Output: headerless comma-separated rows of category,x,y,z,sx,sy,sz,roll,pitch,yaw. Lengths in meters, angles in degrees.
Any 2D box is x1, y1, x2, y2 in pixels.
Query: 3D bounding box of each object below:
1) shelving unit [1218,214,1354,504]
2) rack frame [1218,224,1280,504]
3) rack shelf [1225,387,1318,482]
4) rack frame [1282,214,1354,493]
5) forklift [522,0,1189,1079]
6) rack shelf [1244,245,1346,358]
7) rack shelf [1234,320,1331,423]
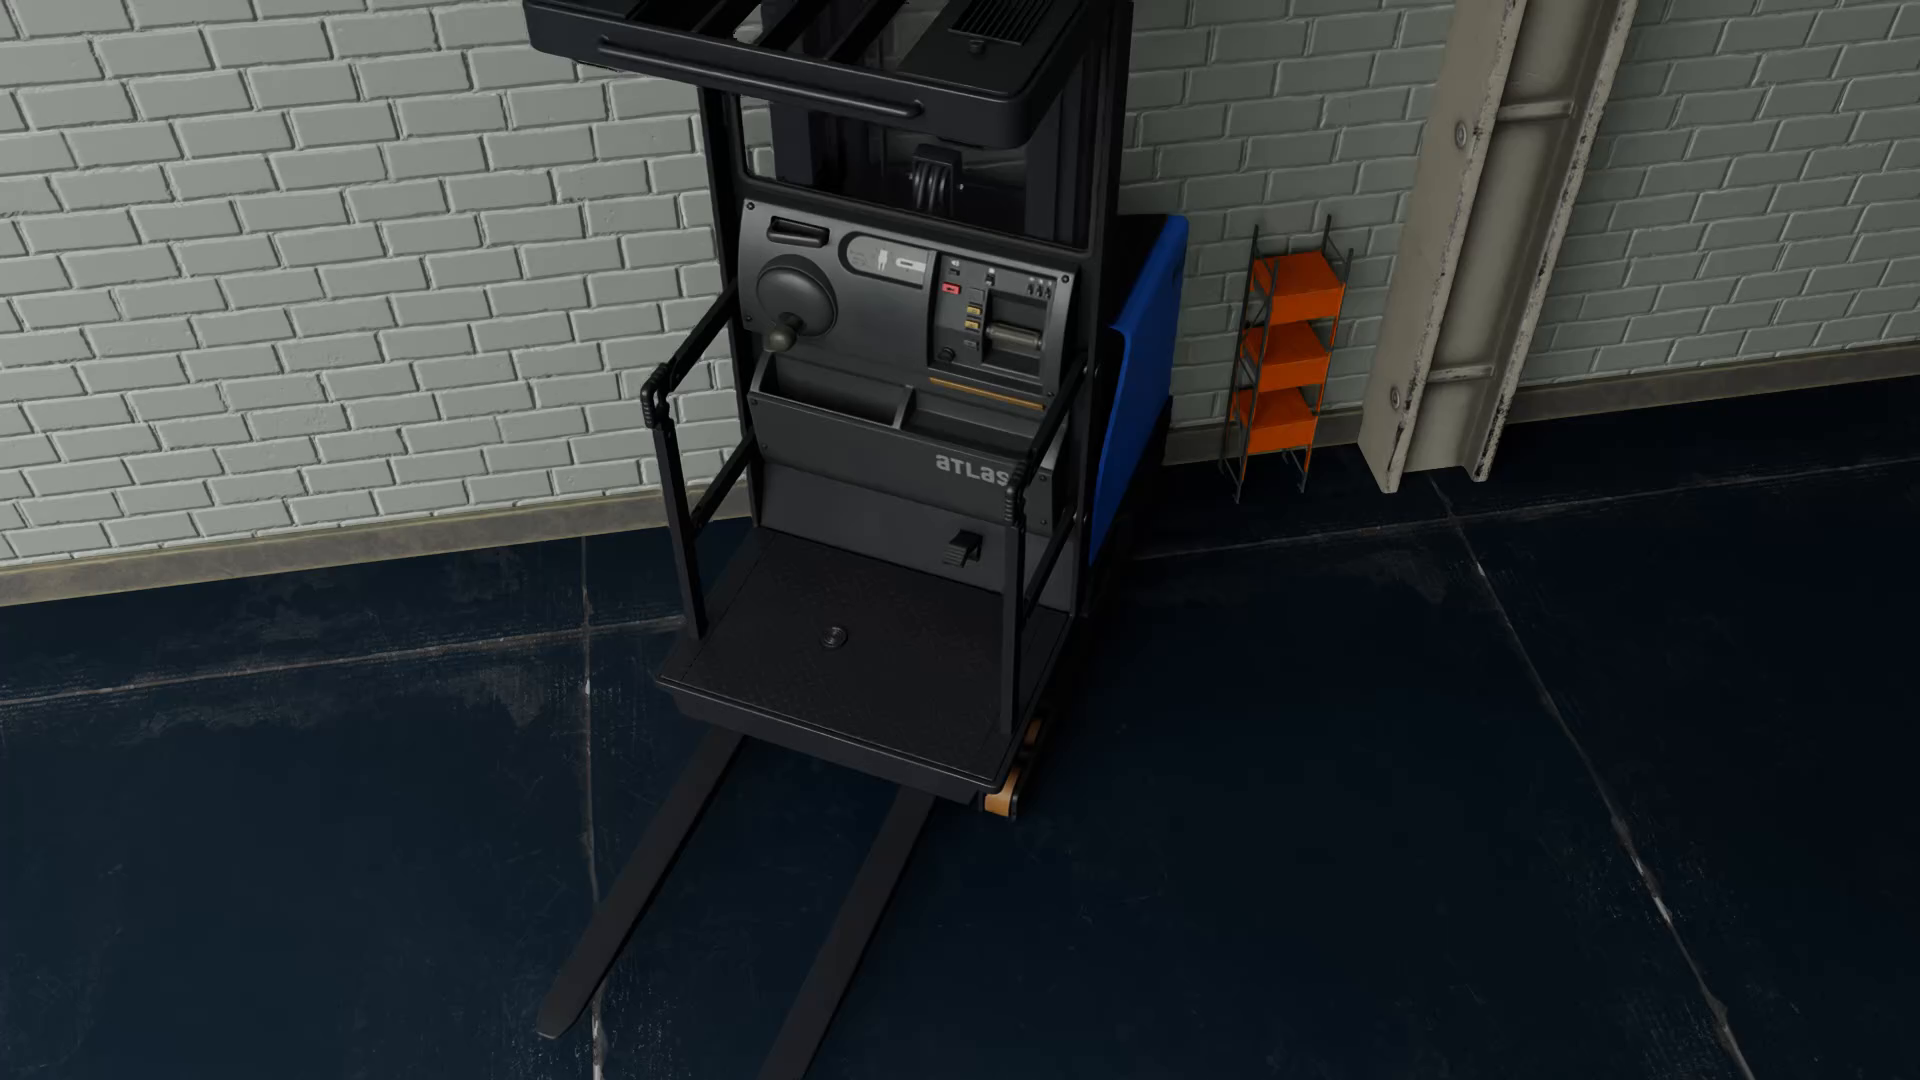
shelving unit,1.077,-0.583,5.582,0.252,1.050,0.215,-9,47,-9
rack frame,0.958,-0.563,5.563,0.008,1.050,0.200,-9,47,-9
rack shelf,1.077,-0.383,5.790,0.240,0.259,0.215,-9,47,-9
rack frame,1.195,-0.603,5.602,0.008,1.050,0.200,-9,47,-9
forklift,-0.228,-0.541,4.236,1.130,2.935,3.031,15,48,14
rack shelf,1.077,-0.772,5.386,0.240,0.259,0.215,-9,47,-9
rack shelf,1.077,-0.575,5.590,0.240,0.259,0.215,-9,47,-9
